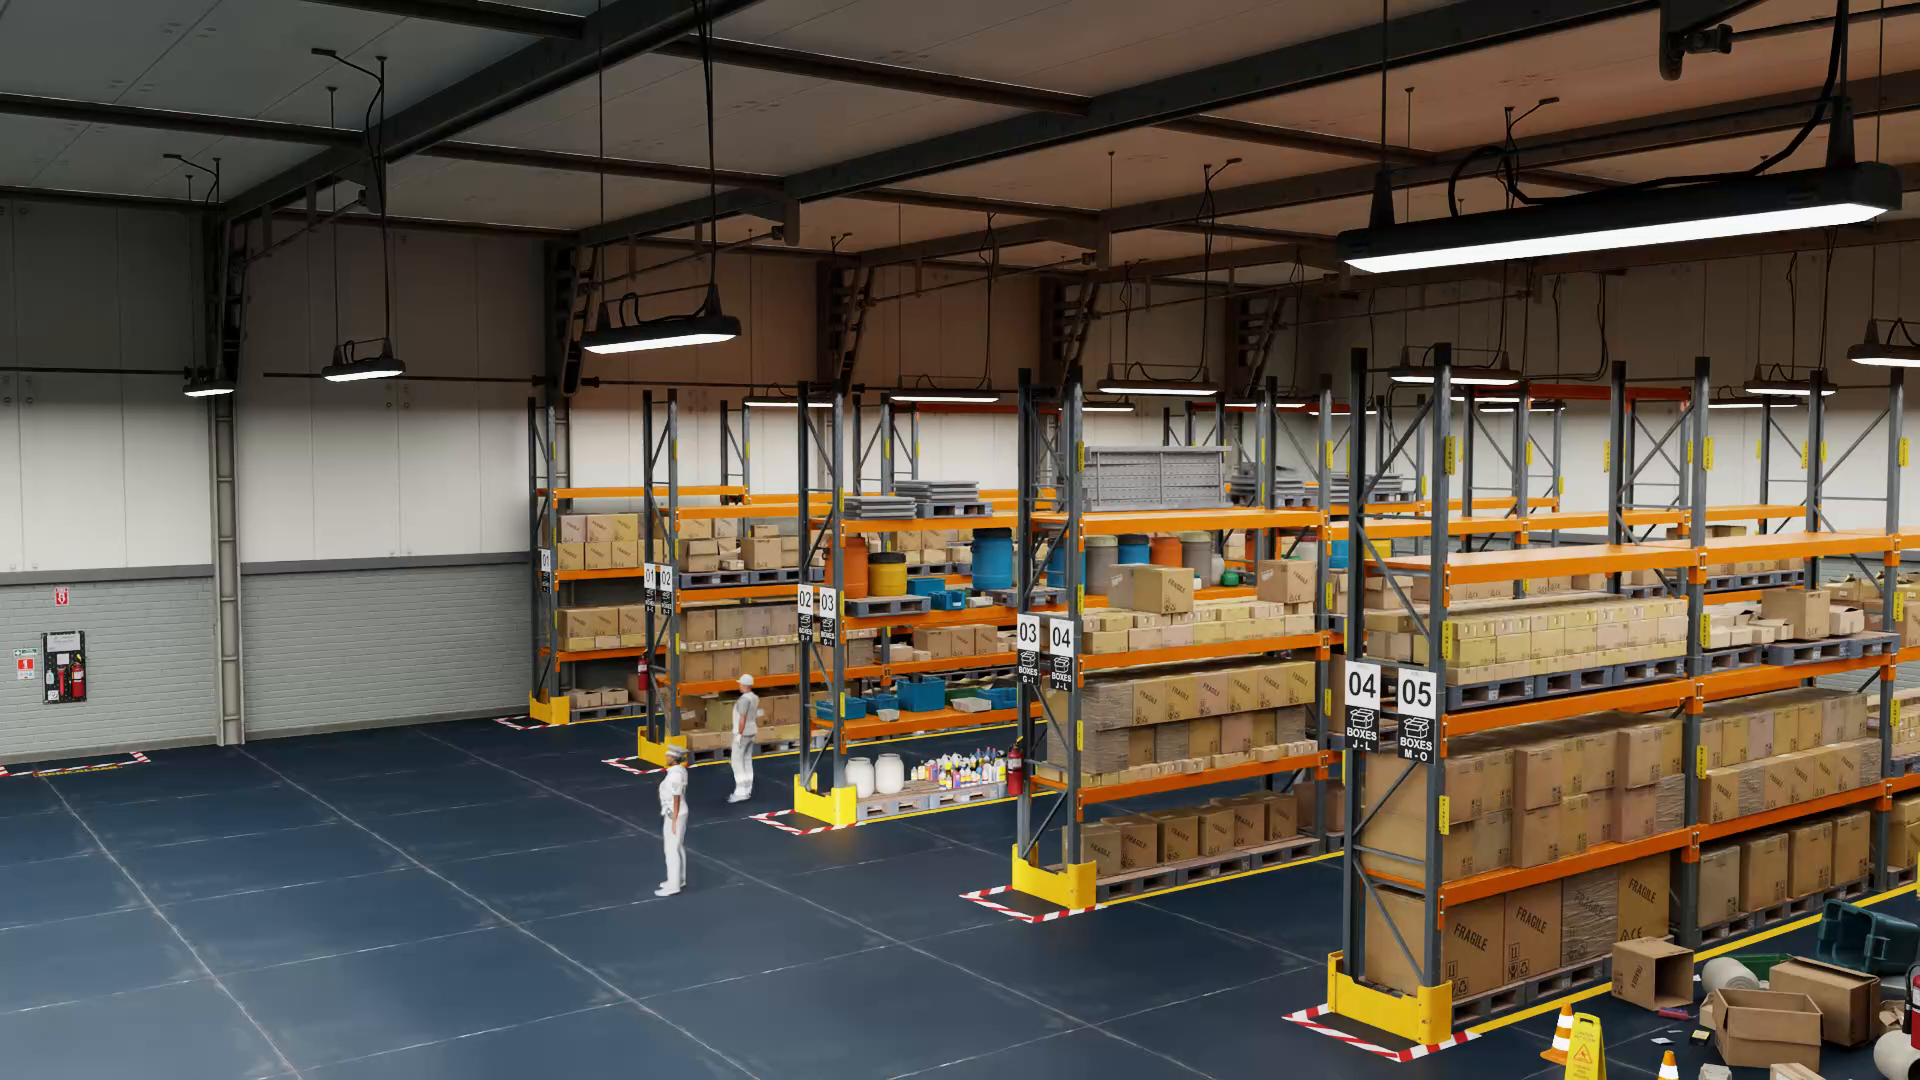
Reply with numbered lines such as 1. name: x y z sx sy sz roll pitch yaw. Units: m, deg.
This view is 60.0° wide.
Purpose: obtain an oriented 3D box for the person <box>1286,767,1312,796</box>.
1. person: 4.938 2.909 24.188 0.426 1.669 0.505 2 4 28

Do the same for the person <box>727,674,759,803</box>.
1. person: -3.146 2.857 24.042 0.381 1.828 0.606 1 4 16

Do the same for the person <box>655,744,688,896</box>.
1. person: -3.313 3.193 19.128 0.372 1.703 0.484 0 3 -3
